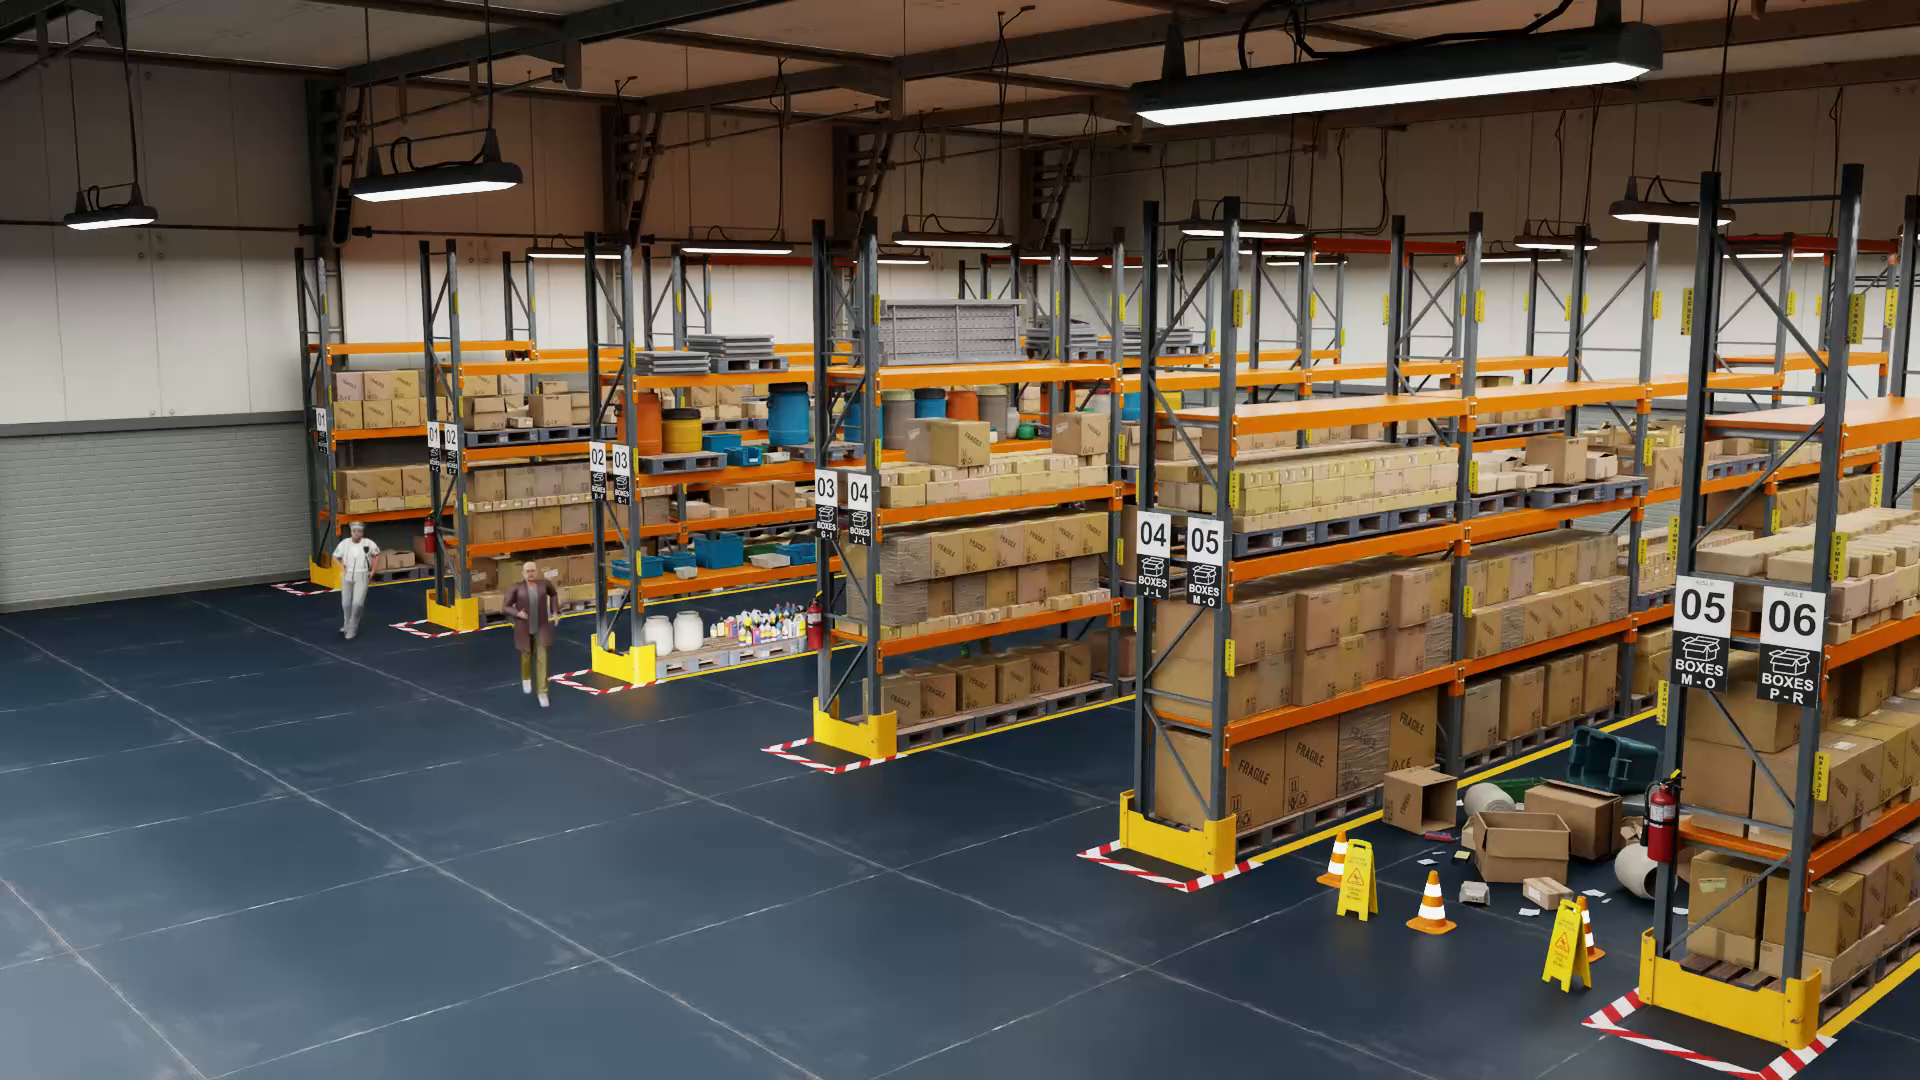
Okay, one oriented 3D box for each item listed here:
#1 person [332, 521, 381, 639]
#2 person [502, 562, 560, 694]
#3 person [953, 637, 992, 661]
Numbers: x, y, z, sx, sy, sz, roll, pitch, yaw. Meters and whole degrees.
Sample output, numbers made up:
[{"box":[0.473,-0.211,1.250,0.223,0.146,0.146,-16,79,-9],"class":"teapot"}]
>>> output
[{"box":[-9.188,0.603,25.317,0.681,1.811,0.721,-1,8,-9],"class":"person"},{"box":[-5.468,1.107,21.224,0.725,1.692,0.881,-3,9,-20],"class":"person"},{"box":[0.134,0.758,22.241,0.616,1.753,0.658,-8,12,-44],"class":"person"}]
